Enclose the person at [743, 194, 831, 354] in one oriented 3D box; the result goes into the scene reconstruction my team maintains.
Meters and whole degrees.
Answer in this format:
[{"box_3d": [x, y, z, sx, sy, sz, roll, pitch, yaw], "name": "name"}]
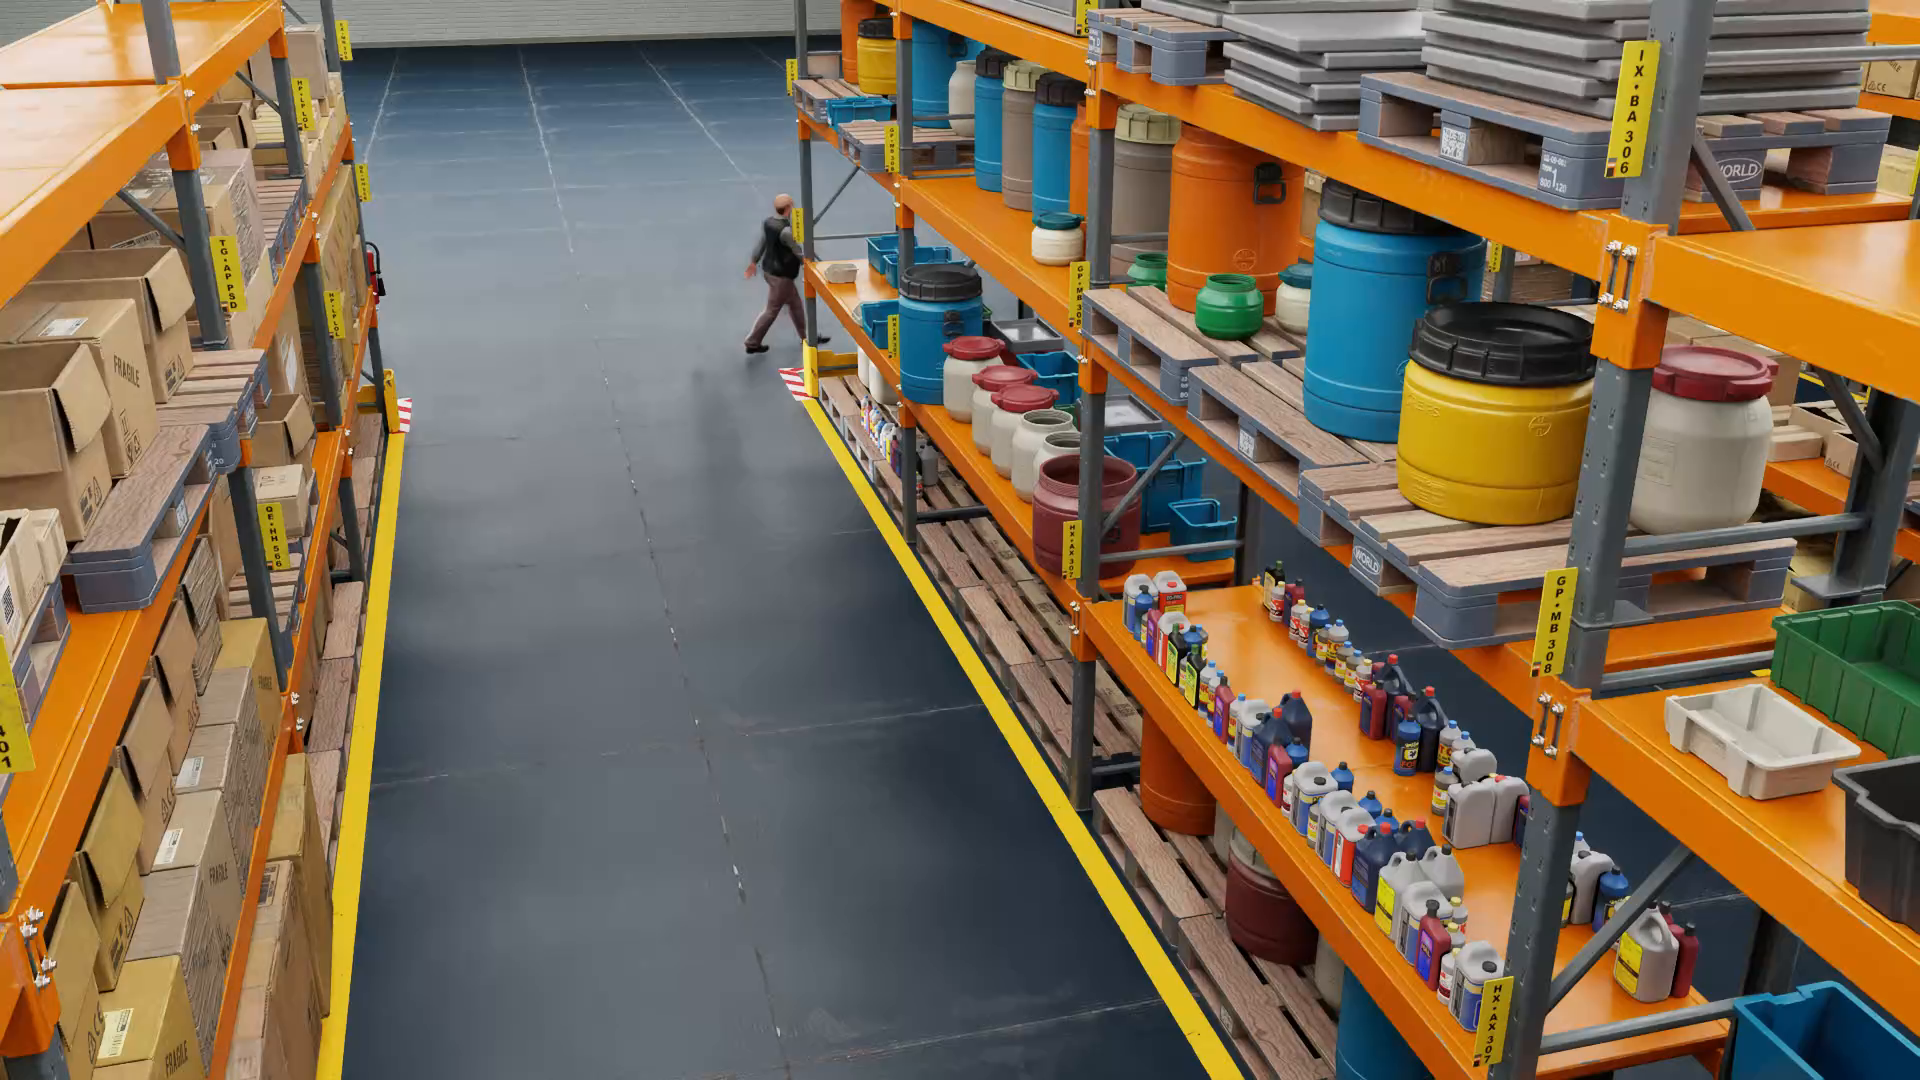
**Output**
[{"box_3d": [-1.821, -2.791, 17.320, 1.003, 1.653, 0.636, -12, 26, -26], "name": "person"}]
